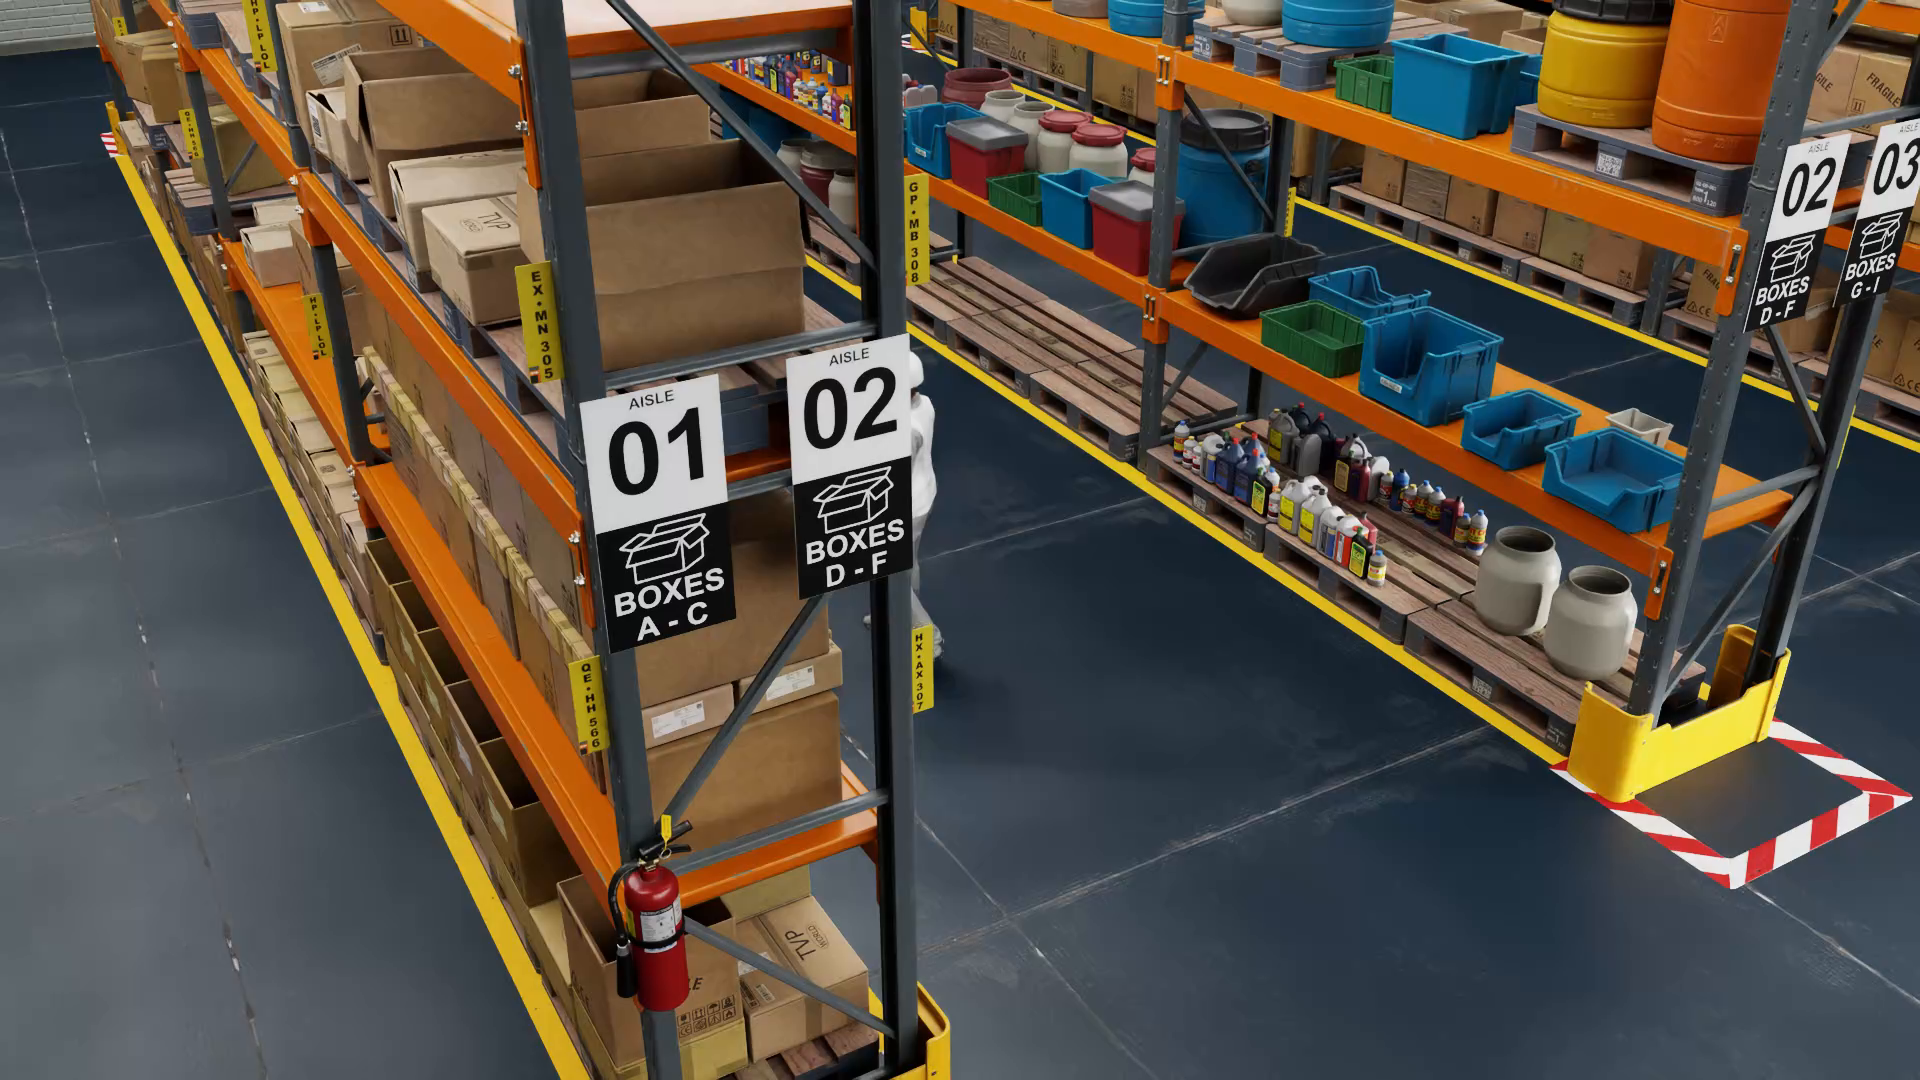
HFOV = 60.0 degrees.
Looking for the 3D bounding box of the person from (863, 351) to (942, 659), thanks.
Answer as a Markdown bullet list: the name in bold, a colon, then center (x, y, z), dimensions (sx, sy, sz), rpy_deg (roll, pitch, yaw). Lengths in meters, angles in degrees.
- **person**: center (-0.315, -0.201, 8.886), dimensions (0.530, 1.778, 0.573), rpy_deg (6, 29, 10)
